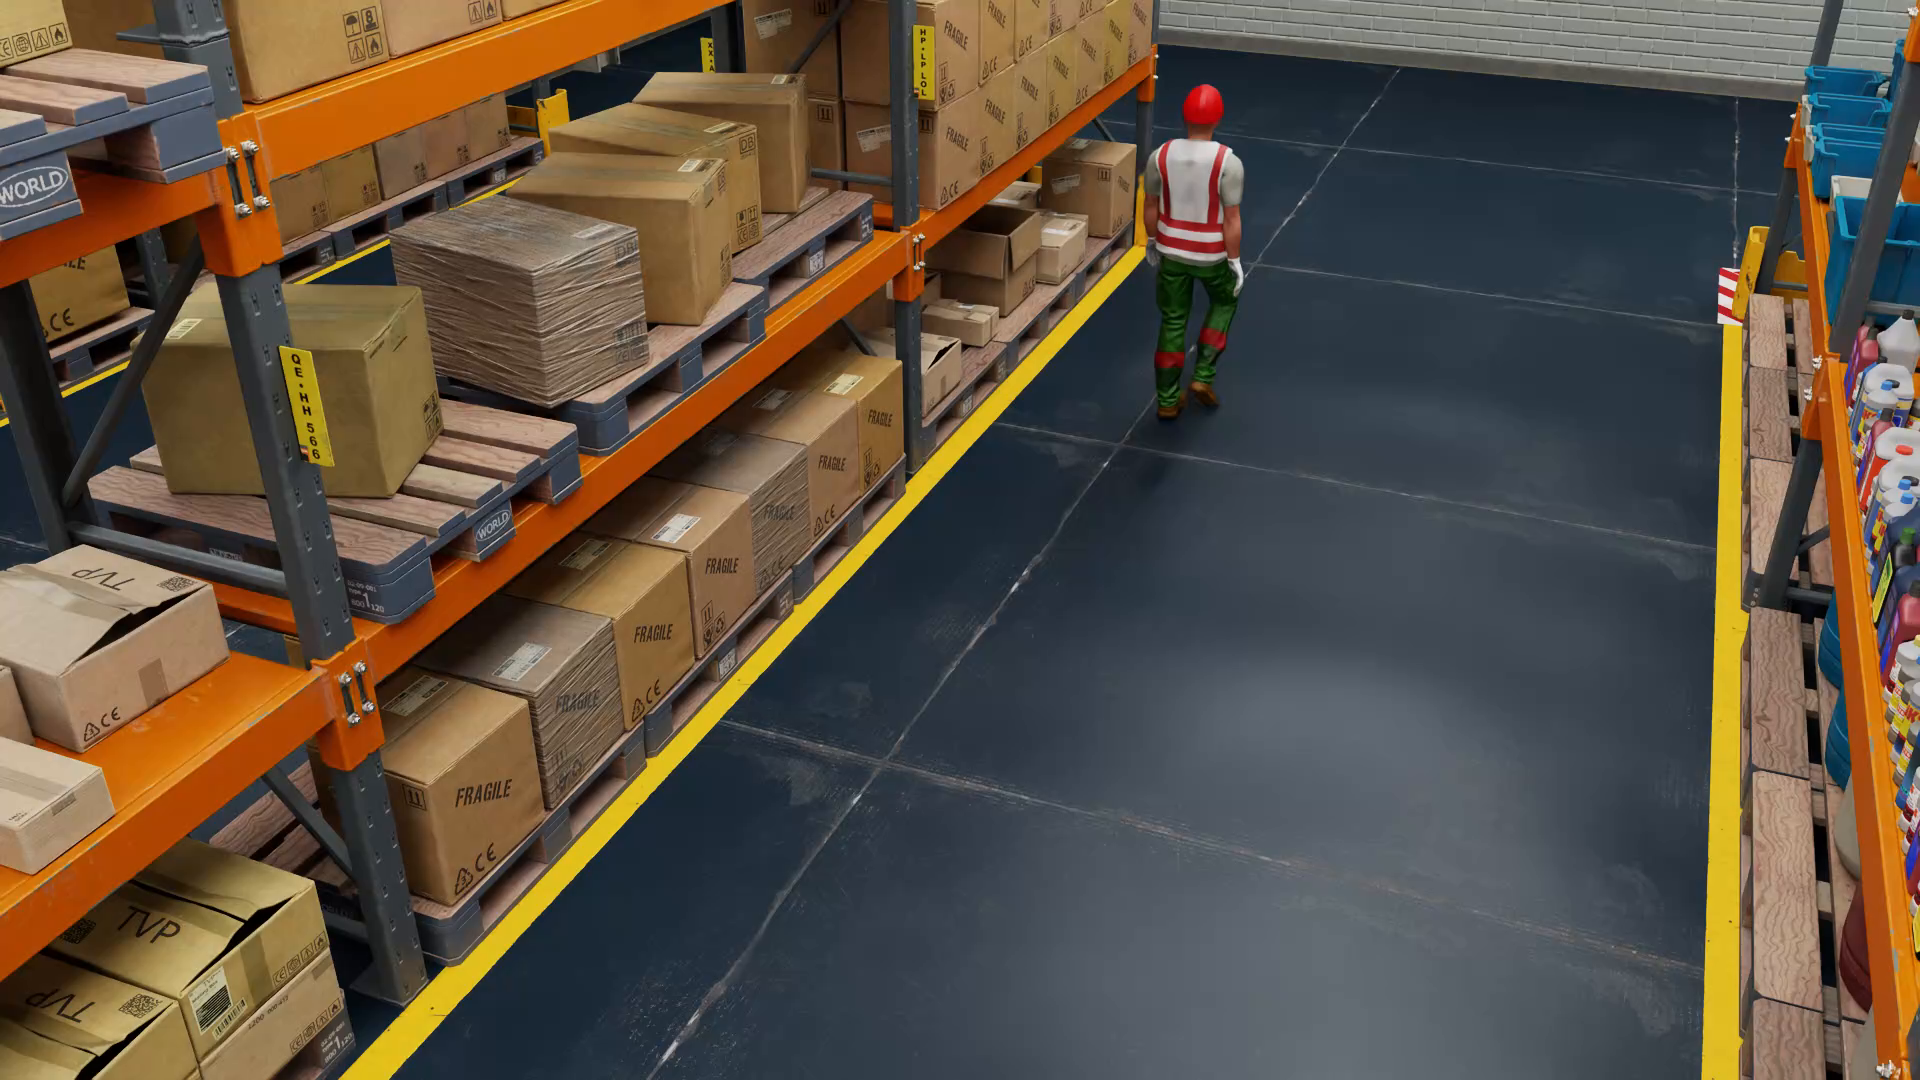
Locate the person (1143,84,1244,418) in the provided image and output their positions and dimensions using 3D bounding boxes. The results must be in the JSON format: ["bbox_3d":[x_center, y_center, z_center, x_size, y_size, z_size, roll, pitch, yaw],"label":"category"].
[{"bbox_3d":[1.249,-1.511,8.781,0.589,1.825,0.491,12,31,20],"label":"person"}]
